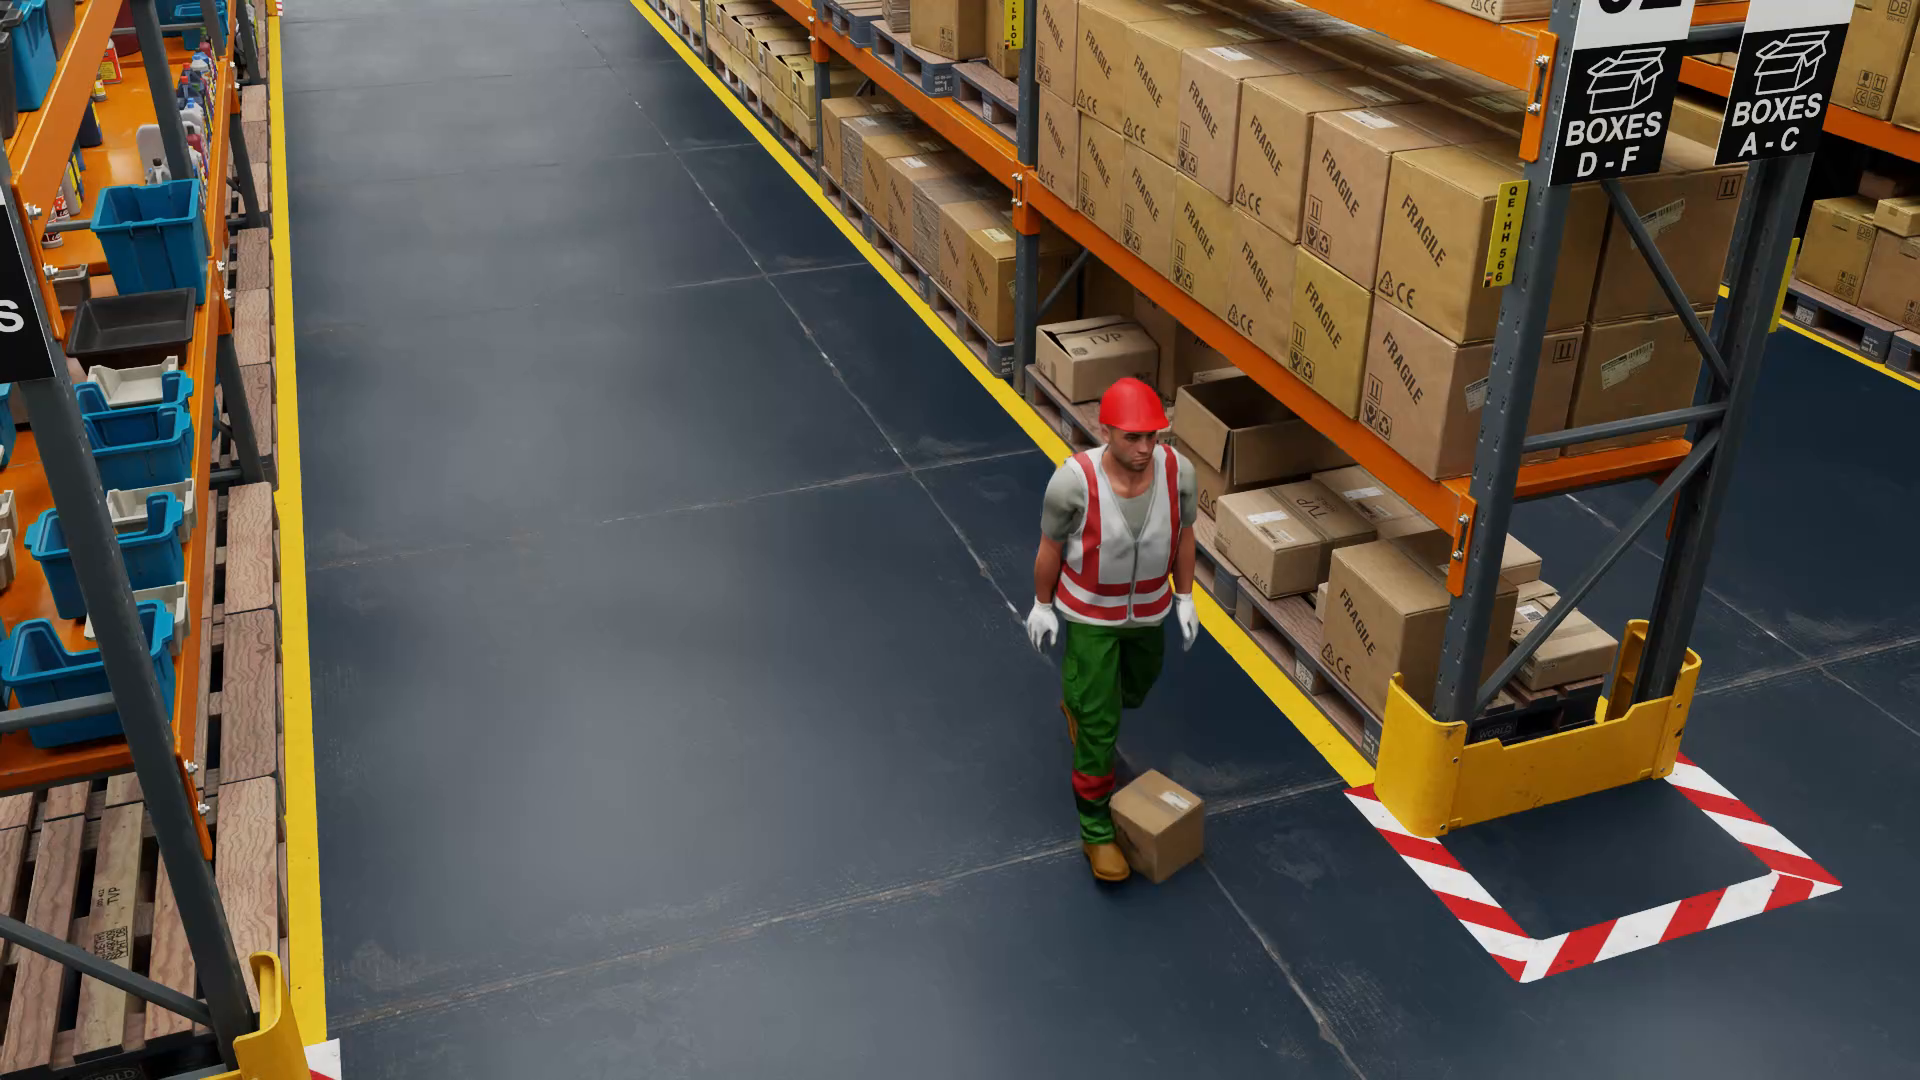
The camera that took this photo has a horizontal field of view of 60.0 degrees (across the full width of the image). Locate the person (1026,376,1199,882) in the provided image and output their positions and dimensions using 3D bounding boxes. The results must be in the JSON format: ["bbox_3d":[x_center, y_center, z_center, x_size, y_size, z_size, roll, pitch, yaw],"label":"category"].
[{"bbox_3d":[0.526,0.222,5.717,0.574,1.766,0.947,-9,31,-16],"label":"person"}]
